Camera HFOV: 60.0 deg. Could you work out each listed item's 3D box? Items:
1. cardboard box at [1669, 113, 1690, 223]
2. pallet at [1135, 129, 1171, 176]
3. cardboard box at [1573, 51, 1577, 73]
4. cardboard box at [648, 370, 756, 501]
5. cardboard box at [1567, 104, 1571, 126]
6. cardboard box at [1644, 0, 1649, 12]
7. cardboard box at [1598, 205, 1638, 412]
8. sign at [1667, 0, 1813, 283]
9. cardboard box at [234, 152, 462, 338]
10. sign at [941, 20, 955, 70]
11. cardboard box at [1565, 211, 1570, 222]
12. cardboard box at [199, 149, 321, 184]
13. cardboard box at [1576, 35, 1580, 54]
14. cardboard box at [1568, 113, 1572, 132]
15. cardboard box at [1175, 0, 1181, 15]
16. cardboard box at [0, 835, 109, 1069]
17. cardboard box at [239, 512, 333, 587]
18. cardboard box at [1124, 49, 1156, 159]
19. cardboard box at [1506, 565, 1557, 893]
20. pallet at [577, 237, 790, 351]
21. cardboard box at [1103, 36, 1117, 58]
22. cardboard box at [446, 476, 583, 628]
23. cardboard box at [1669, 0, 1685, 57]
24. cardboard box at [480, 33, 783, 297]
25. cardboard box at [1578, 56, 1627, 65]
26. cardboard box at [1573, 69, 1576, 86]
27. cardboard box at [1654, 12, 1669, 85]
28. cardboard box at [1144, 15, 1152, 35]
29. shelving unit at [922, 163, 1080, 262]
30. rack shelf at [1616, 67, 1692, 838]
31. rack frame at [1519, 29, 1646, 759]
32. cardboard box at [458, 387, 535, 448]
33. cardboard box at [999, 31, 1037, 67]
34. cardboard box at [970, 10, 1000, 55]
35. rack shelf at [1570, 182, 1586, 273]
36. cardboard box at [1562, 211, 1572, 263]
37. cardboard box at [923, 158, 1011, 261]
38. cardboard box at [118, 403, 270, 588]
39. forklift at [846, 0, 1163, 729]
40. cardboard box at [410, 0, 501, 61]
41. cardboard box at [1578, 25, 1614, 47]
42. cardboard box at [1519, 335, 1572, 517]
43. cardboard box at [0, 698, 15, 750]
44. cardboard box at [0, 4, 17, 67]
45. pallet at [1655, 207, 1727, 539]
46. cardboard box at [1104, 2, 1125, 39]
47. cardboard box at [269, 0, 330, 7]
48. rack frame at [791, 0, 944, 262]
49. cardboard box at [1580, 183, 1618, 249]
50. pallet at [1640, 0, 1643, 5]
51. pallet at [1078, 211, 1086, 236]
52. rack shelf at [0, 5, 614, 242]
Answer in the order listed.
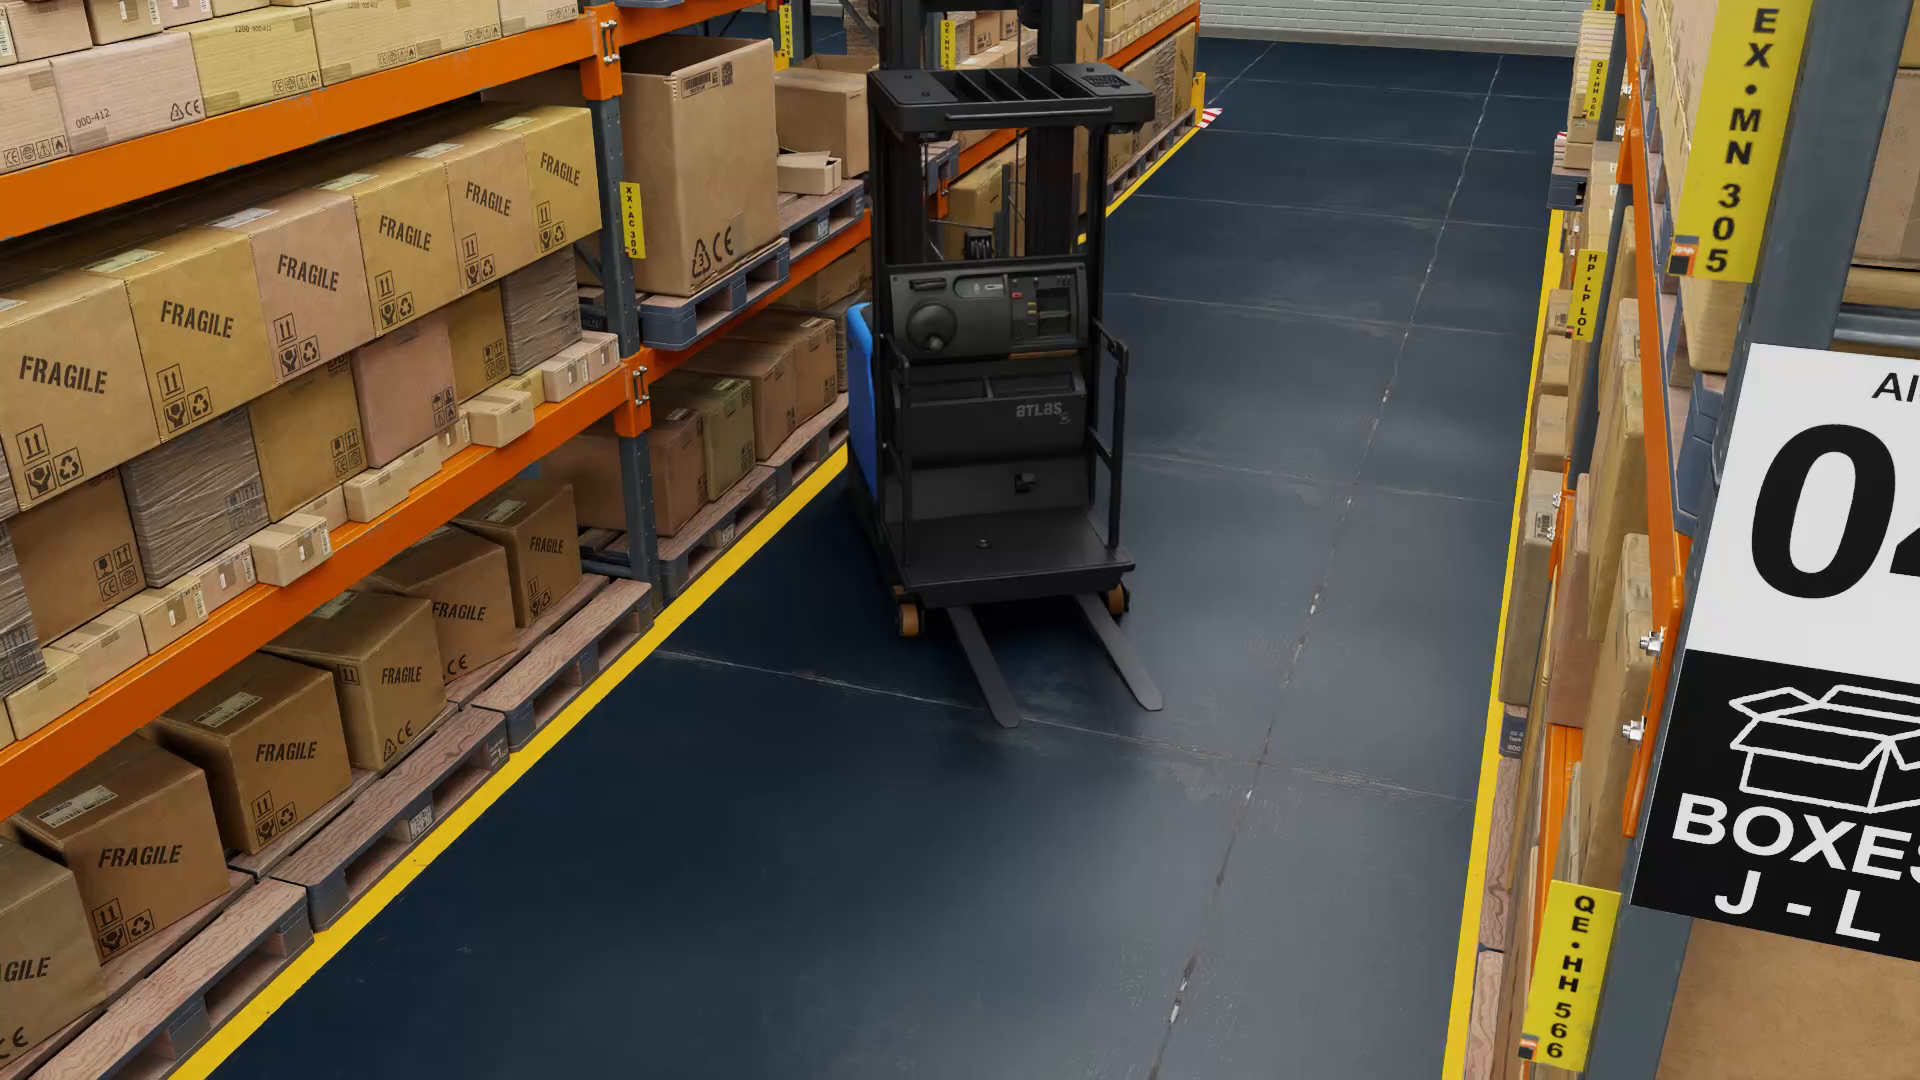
[{"bbox_3d":[1.432,-0.624,2.847,0.380,0.149,0.250,9,27,18],"label":"cardboard box"},{"bbox_3d":[1.468,-3.896,16.554,1.003,0.211,1.213,9,27,17],"label":"pallet"},{"bbox_3d":[4.815,-3.567,12.481,0.380,0.149,0.250,7,27,15],"label":"cardboard box"},{"bbox_3d":[-1.524,-0.575,8.858,0.700,0.500,0.500,9,27,17],"label":"cardboard box"},{"bbox_3d":[4.124,-2.708,10.707,0.380,0.149,0.250,8,27,15],"label":"cardboard box"},{"bbox_3d":[2.276,-1.669,5.005,0.380,0.149,0.250,8,27,17],"label":"cardboard box"},{"bbox_3d":[2.563,-0.705,5.353,0.875,0.550,0.550,9,27,17],"label":"cardboard box"},{"bbox_3d":[0.880,-0.452,1.874,0.100,0.325,0.005,9,27,17],"label":"sign"},{"bbox_3d":[-2.148,-1.052,5.878,0.500,0.500,0.500,9,27,17],"label":"cardboard box"},{"bbox_3d":[-0.080,-3.114,10.501,0.100,0.325,0.005,9,27,17],"label":"sign"},{"bbox_3d":[5.189,-2.702,13.679,0.380,0.149,0.250,9,27,18],"label":"cardboard box"},{"bbox_3d":[-2.647,-1.129,6.036,0.500,0.500,0.500,9,27,17],"label":"cardboard box"},{"bbox_3d":[4.815,-3.701,12.416,0.380,0.149,0.250,9,27,18],"label":"cardboard box"},{"bbox_3d":[3.871,-2.531,10.000,0.380,0.149,0.250,10,28,19],"label":"cardboard box"},{"bbox_3d":[2.006,-5.370,16.688,0.380,0.149,0.250,9,27,18],"label":"cardboard box"},{"bbox_3d":[-3.033,1.266,5.079,0.500,0.500,0.500,14,29,27],"label":"cardboard box"},{"bbox_3d":[-2.346,0.013,5.570,0.380,0.149,0.250,9,27,17],"label":"cardboard box"},{"bbox_3d":[1.331,-4.209,15.957,0.875,0.875,0.875,9,27,17],"label":"cardboard box"},{"bbox_3d":[2.443,0.717,5.783,0.875,0.875,0.875,9,27,18],"label":"cardboard box"},{"bbox_3d":[-1.534,-1.266,8.143,1.003,0.211,1.213,9,27,17],"label":"pallet"},{"bbox_3d":[1.149,-4.307,14.492,0.380,0.149,0.250,9,27,18],"label":"cardboard box"},{"bbox_3d":[-2.096,0.035,7.621,0.500,0.500,0.500,8,27,16],"label":"cardboard box"},{"bbox_3d":[1.790,-1.165,3.507,0.500,0.250,0.500,9,27,18],"label":"cardboard box"},{"bbox_3d":[-1.529,-1.824,7.906,1.000,1.000,1.000,9,27,18],"label":"cardboard box"},{"bbox_3d":[4.124,-2.973,10.572,0.380,0.149,0.250,9,27,17],"label":"cardboard box"},{"bbox_3d":[4.297,-3.058,11.088,0.380,0.149,0.250,8,27,16],"label":"cardboard box"},{"bbox_3d":[1.854,-1.145,3.923,0.380,0.149,0.250,9,27,17],"label":"cardboard box"},{"bbox_3d":[1.580,-4.840,15.592,0.380,0.149,0.250,9,27,18],"label":"cardboard box"},{"bbox_3d":[0.243,-1.343,9.802,0.587,1.500,1.083,13,29,25],"label":"shelving unit"},{"bbox_3d":[2.053,-0.503,3.730,1.077,0.370,4.000,9,27,17],"label":"rack shelf"},{"bbox_3d":[2.718,-0.298,5.924,1.000,3.000,0.127,9,27,17],"label":"rack frame"},{"bbox_3d":[-1.930,-0.501,6.631,0.380,0.149,0.250,9,27,17],"label":"cardboard box"},{"bbox_3d":[0.329,-3.537,12.498,0.500,0.500,0.500,9,27,18],"label":"cardboard box"},{"bbox_3d":[-0.116,-3.765,11.818,0.797,0.503,0.637,9,27,19],"label":"cardboard box"},{"bbox_3d":[4.715,-2.440,11.174,1.077,0.370,4.000,9,27,17],"label":"rack shelf"},{"bbox_3d":[4.884,-2.385,12.620,0.500,0.500,0.500,10,28,19],"label":"cardboard box"},{"bbox_3d":[-0.345,-2.216,11.842,1.225,0.875,0.875,7,27,15],"label":"cardboard box"},{"bbox_3d":[-2.787,-0.238,5.344,0.875,0.500,0.500,9,27,17],"label":"cardboard box"},{"bbox_3d":[0.186,-1.039,7.533,1.130,2.935,3.031,-5,26,-11],"label":"forklift"},{"bbox_3d":[-2.015,-1.903,5.969,0.500,0.250,0.500,9,27,19],"label":"cardboard box"},{"bbox_3d":[4.555,-3.512,11.685,0.380,0.149,0.250,8,27,17],"label":"cardboard box"},{"bbox_3d":[3.474,-0.522,8.485,1.050,0.750,0.750,9,27,18],"label":"cardboard box"},{"bbox_3d":[-2.836,0.515,4.532,0.380,0.149,0.250,9,27,17],"label":"cardboard box"},{"bbox_3d":[-2.644,-1.273,4.209,0.380,0.149,0.250,10,28,20],"label":"cardboard box"},{"bbox_3d":[1.624,-0.271,2.528,1.003,0.211,1.213,9,27,17],"label":"pallet"},{"bbox_3d":[1.140,-4.568,14.574,0.500,0.250,0.500,8,27,16],"label":"cardboard box"},{"bbox_3d":[-2.195,-1.803,5.305,0.380,0.149,0.250,10,28,20],"label":"cardboard box"},{"bbox_3d":[-0.594,-2.703,10.891,1.000,3.000,0.127,9,27,17],"label":"rack frame"},{"bbox_3d":[3.310,-1.425,8.137,0.500,0.500,0.500,9,27,17],"label":"cardboard box"},{"bbox_3d":[3.516,-2.475,7.194,1.003,0.211,1.213,10,28,20],"label":"pallet"},{"bbox_3d":[0.551,-2.764,14.216,1.003,0.211,1.213,9,27,17],"label":"pallet"},{"bbox_3d":[-2.591,-1.264,5.301,1.077,0.370,4.000,9,27,17],"label":"rack shelf"}]
